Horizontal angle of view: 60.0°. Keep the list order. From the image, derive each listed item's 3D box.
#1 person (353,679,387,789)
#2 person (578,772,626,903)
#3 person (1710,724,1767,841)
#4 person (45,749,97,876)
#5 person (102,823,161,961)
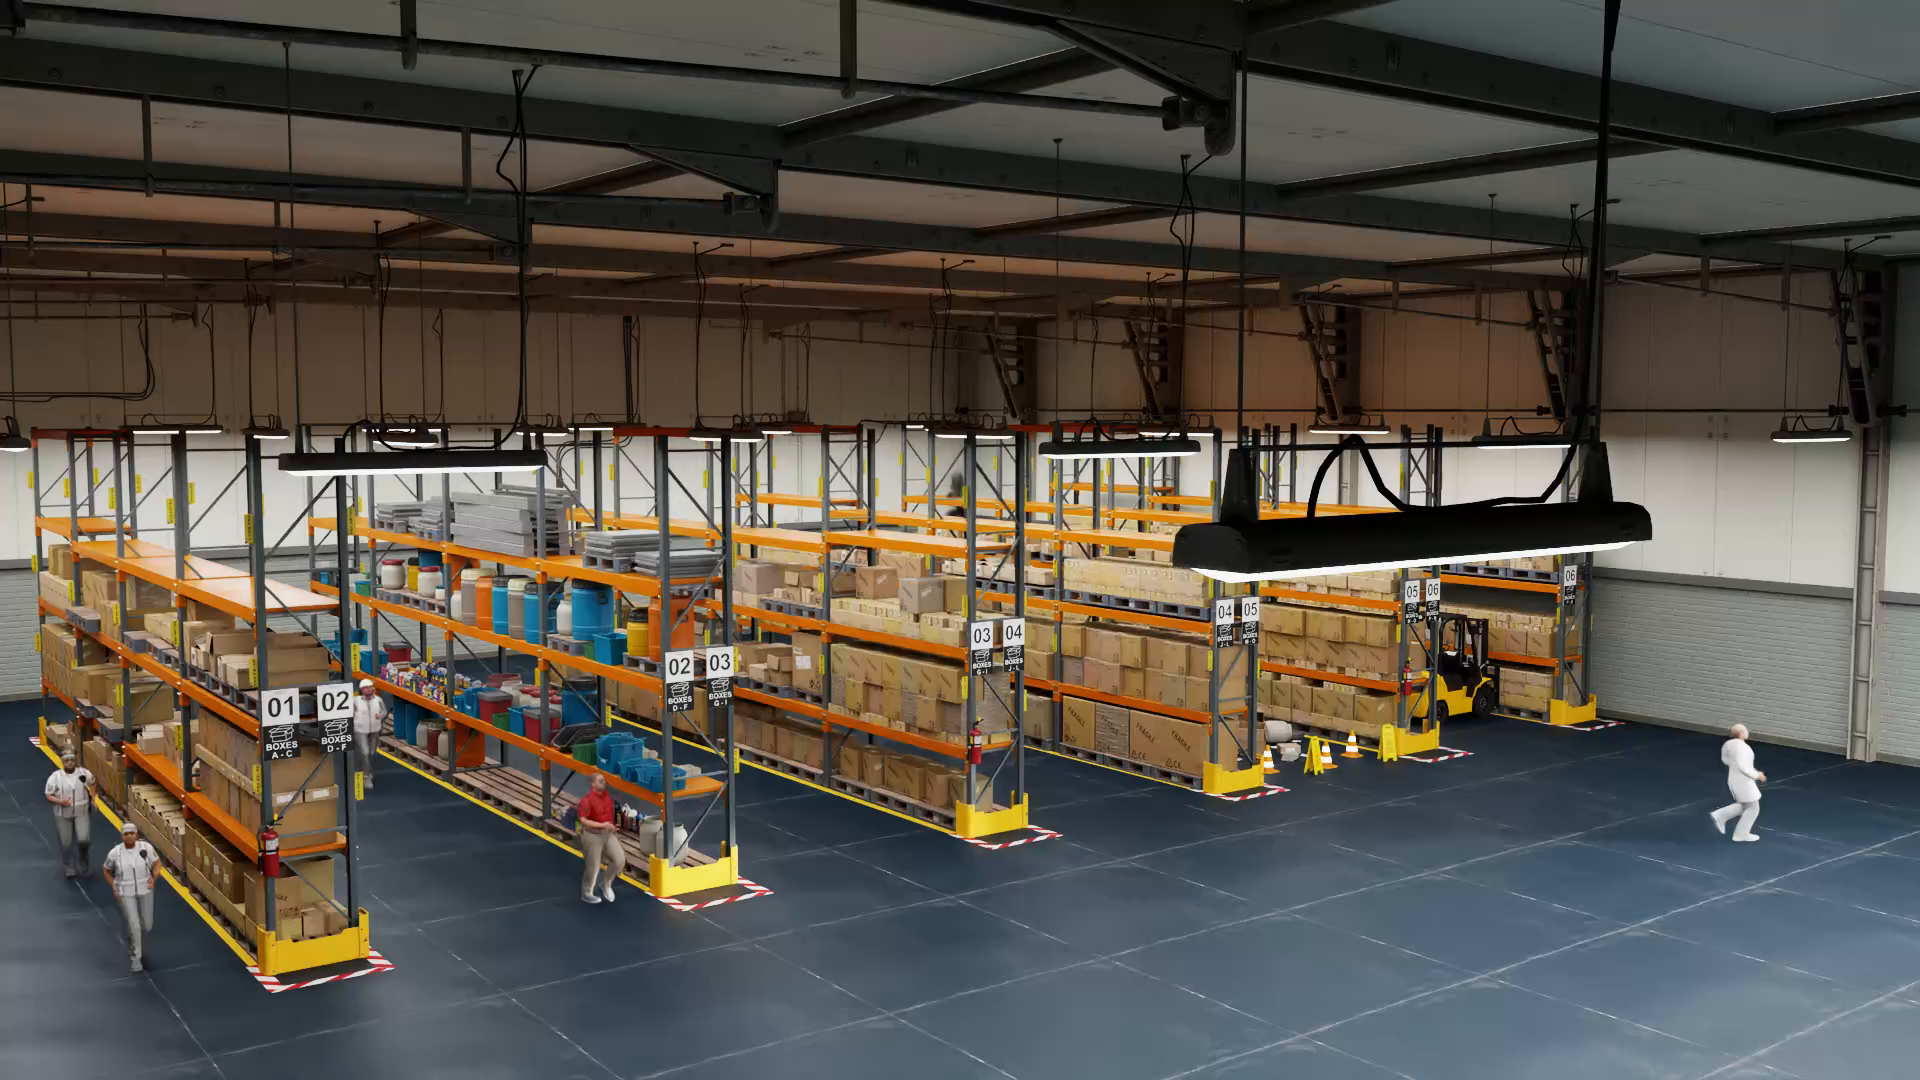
[{"bbox_3d":[-9.982,3.231,28.034,0.652,1.800,0.806,-3,6,-36],"label":"person"},{"bbox_3d":[-4.570,3.813,21.208,0.674,1.715,0.678,3,5,33],"label":"person"},{"bbox_3d":[11.400,3.552,24.364,0.670,1.724,0.708,0,4,3],"label":"person"},{"bbox_3d":[-11.961,3.685,22.428,0.646,1.746,0.648,-3,5,-33],"label":"person"},{"bbox_3d":[-9.437,3.992,18.985,0.602,1.571,0.573,-3,5,-35],"label":"person"}]
